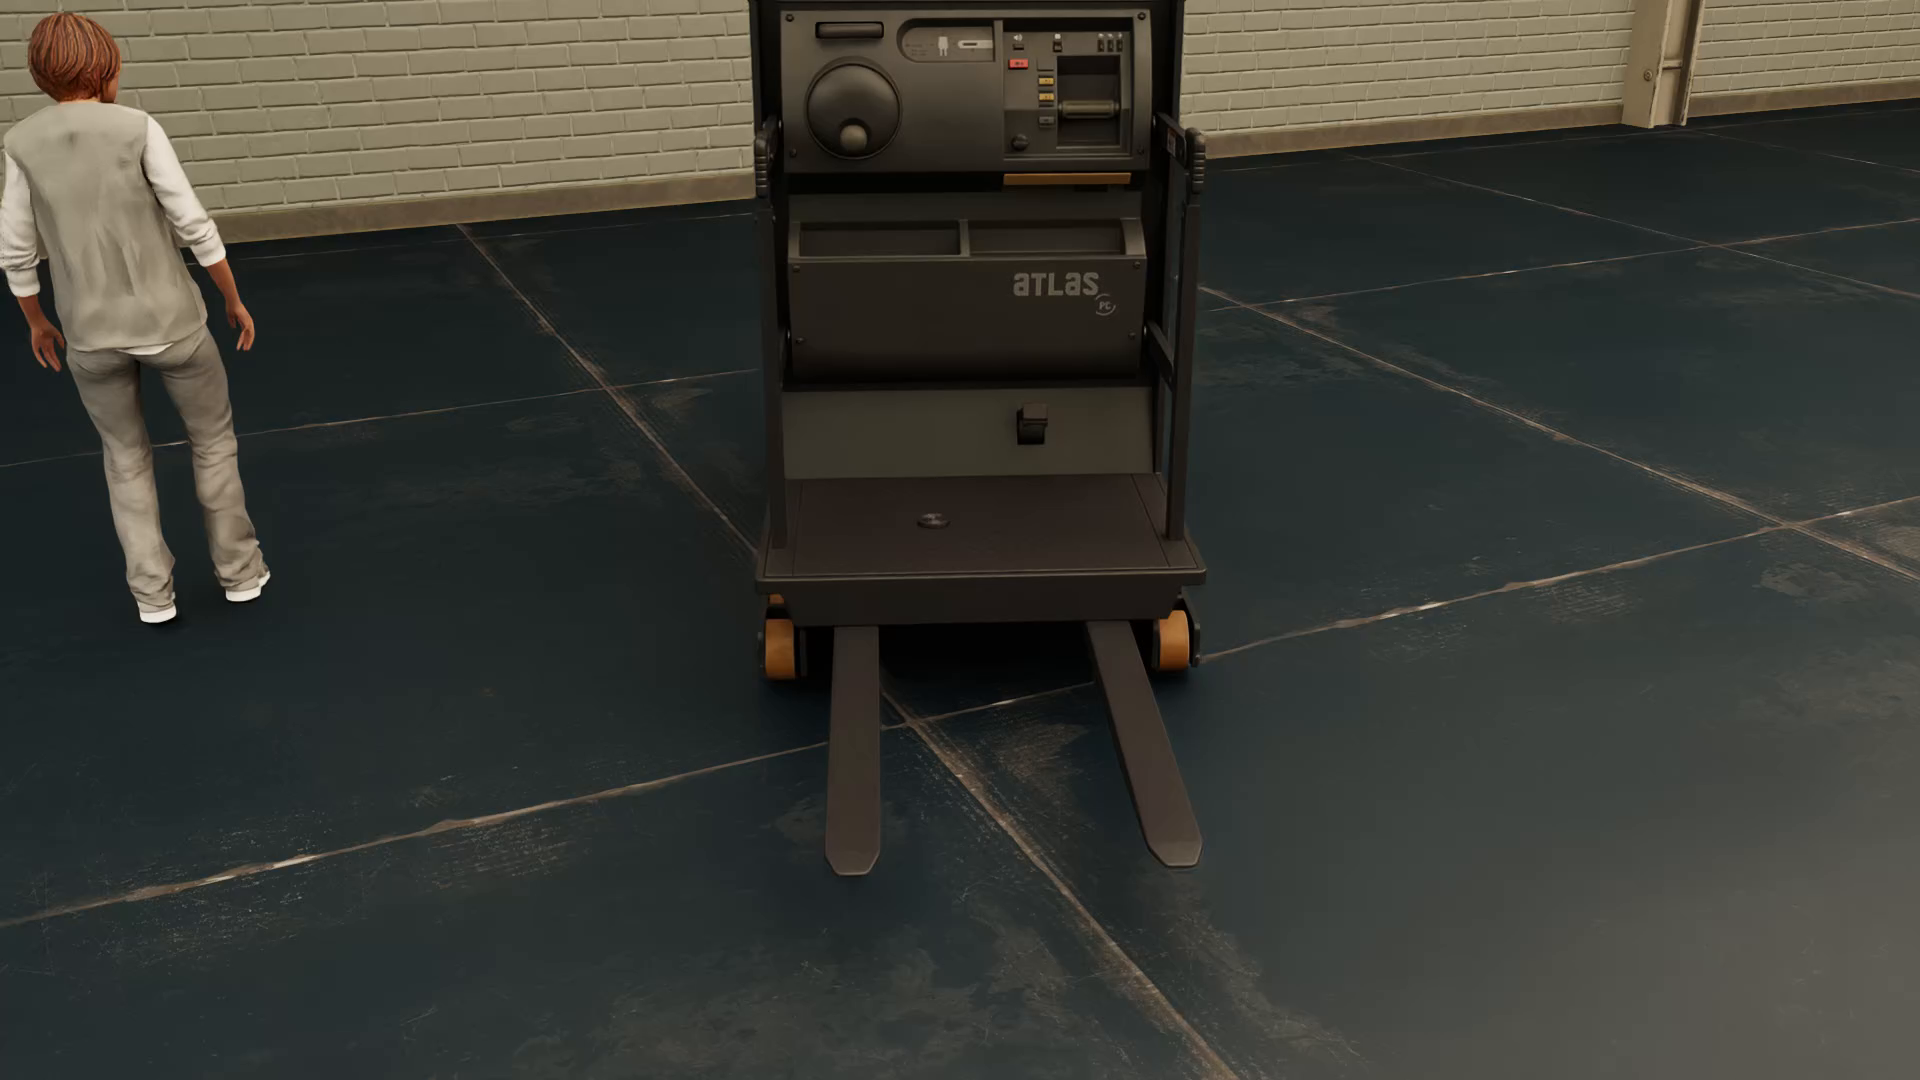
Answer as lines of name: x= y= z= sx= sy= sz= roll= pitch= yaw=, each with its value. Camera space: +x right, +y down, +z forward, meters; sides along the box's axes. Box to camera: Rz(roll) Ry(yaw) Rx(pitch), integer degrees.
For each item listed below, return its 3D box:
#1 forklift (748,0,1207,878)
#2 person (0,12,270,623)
forklift: x=0.030 y=-1.120 z=3.982 sx=1.130 sy=2.935 sz=3.031 roll=-1 pitch=23 yaw=-3
person: x=-2.161 y=-0.557 z=4.384 sx=0.560 sy=1.587 sz=0.397 roll=-5 pitch=23 yaw=-12
